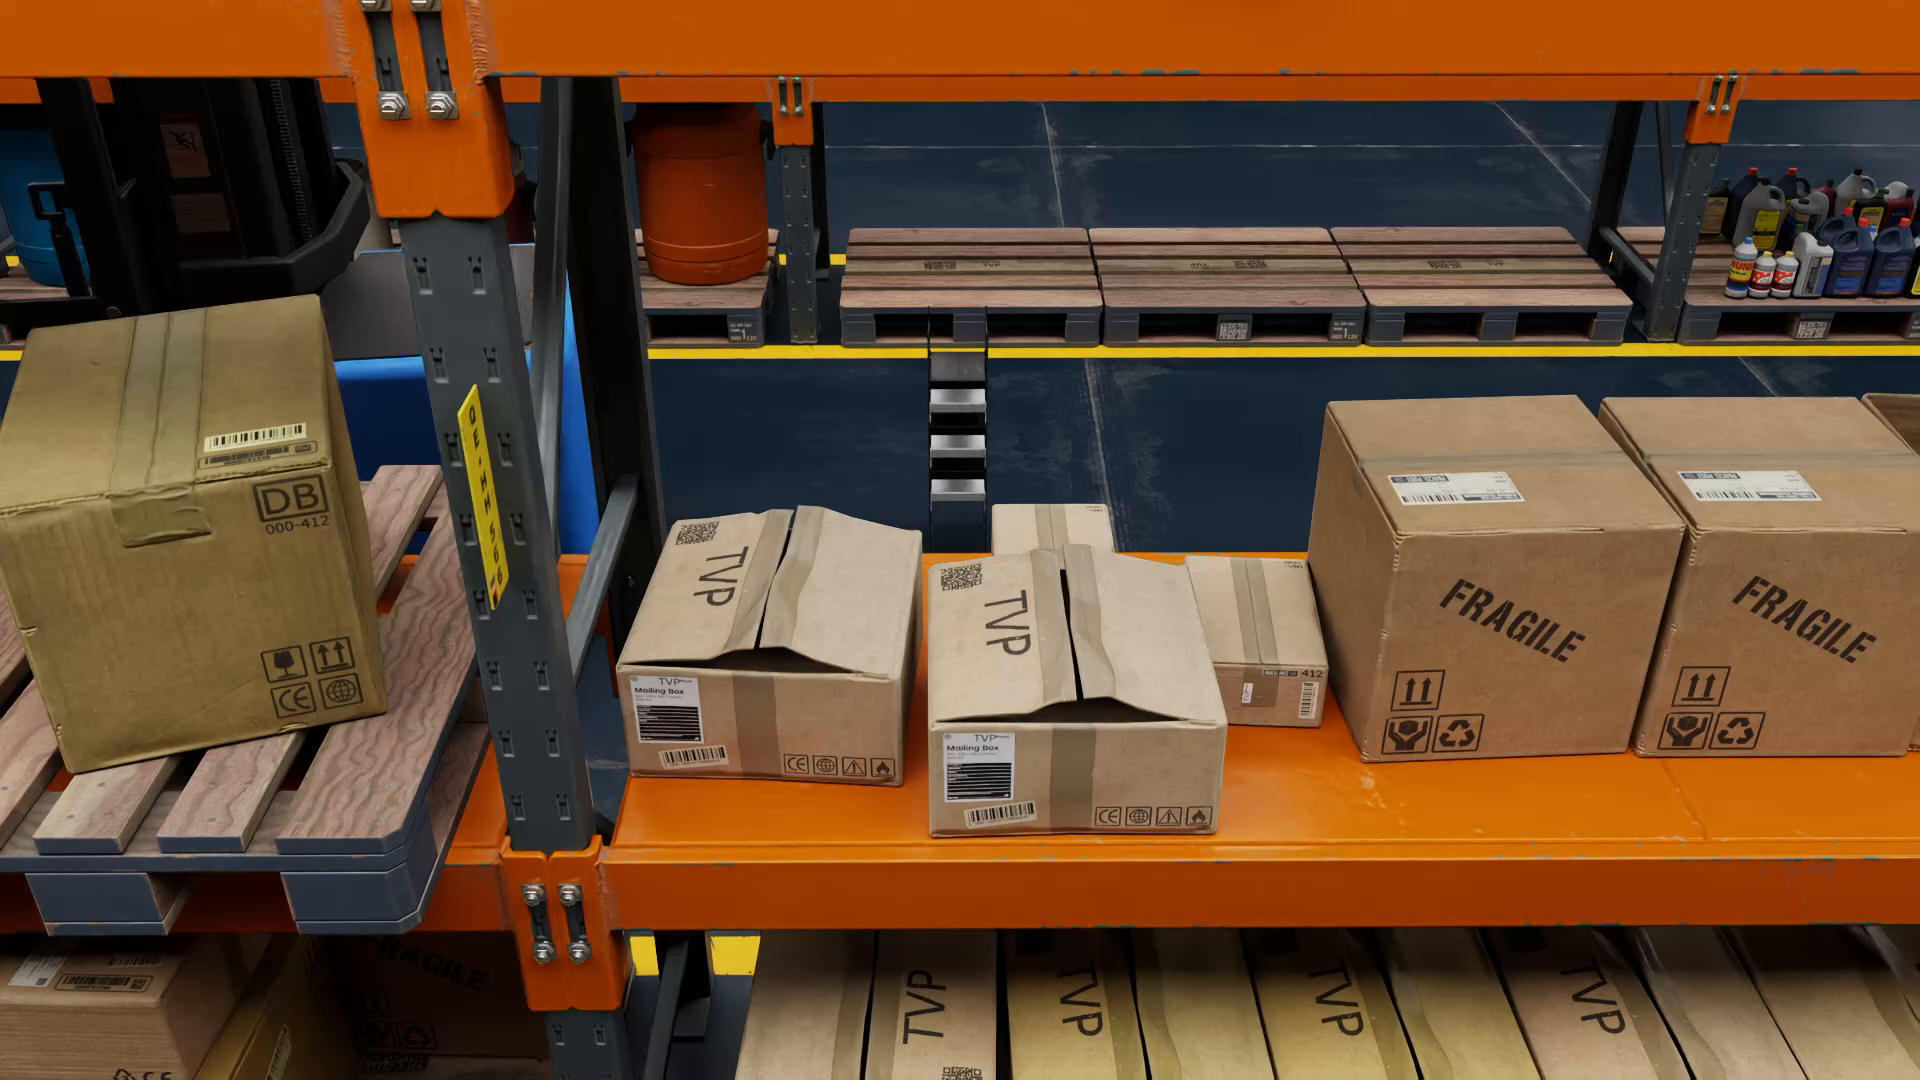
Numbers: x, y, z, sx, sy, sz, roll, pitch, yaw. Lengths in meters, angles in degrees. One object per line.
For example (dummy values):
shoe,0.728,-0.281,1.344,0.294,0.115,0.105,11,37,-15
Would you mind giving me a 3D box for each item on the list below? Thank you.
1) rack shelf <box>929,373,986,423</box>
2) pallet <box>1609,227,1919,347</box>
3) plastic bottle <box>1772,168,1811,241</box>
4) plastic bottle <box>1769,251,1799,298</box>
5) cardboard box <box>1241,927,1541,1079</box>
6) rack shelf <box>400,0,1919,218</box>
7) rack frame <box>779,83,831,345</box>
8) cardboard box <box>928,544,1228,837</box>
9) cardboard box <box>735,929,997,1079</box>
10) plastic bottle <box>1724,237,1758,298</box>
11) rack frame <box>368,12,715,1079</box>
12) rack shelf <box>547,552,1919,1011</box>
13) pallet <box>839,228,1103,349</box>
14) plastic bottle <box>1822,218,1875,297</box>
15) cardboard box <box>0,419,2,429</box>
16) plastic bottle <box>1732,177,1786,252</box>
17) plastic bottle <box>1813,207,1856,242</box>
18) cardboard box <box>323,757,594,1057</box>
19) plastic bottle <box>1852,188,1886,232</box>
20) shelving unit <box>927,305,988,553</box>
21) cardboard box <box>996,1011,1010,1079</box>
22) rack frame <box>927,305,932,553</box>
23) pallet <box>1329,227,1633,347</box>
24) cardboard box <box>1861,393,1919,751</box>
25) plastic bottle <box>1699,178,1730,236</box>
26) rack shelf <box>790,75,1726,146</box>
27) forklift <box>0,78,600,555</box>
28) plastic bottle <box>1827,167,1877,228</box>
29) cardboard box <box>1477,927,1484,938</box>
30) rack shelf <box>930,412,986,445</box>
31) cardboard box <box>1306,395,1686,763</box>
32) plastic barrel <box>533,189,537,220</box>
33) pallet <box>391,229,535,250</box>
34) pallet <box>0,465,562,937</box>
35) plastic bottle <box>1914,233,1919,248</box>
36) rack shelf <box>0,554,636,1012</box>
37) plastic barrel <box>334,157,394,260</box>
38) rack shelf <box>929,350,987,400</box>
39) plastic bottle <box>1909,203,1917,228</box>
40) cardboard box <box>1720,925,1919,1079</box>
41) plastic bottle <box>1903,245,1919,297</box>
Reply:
rack shelf,-0.008,-0.510,5.940,0.200,0.077,0.258,0,31,0
pallet,3.943,-1.250,8.107,1.213,0.211,1.003,0,31,0
plastic bottle,4.105,-1.670,8.240,0.185,0.351,0.144,-2,31,-3
plastic bottle,3.795,-1.228,7.656,0.097,0.201,0.097,0,31,0
cardboard box,0.858,1.020,3.382,0.500,0.311,0.500,-1,31,-2
rack shelf,1.297,-0.861,2.580,4.000,0.370,1.077,0,31,0
rack frame,-0.729,-2.449,7.395,0.127,3.000,1.000,0,31,0
cardboard box,0.193,0.256,3.023,0.500,0.311,0.500,-1,31,-1
cardboard box,-0.177,1.027,3.371,0.500,0.311,0.500,1,31,1
plastic bottle,3.592,-1.257,7.637,0.097,0.271,0.097,0,31,0
rack frame,-0.703,0.120,3.161,0.127,3.000,1.000,0,31,0
rack shelf,1.297,0.421,3.358,4.000,0.370,1.077,0,31,0
pallet,0.046,-1.240,8.090,1.213,0.211,1.003,0,31,0
plastic bottle,4.080,-1.305,7.639,0.185,0.351,0.144,1,31,1
cardboard box,-2.248,-0.138,3.085,0.500,0.500,0.700,6,32,9
plastic bottle,3.914,-1.594,8.116,0.185,0.351,0.144,0,31,0
plastic bottle,4.080,-1.380,7.762,0.185,0.351,0.144,0,31,0
cardboard box,-1.160,0.854,3.937,0.500,0.500,0.500,1,31,2
plastic bottle,4.454,-1.589,8.171,0.133,0.283,0.061,0,31,0
shelving unit,-0.008,-0.385,6.017,0.210,0.900,0.258,0,31,0
cardboard box,0.325,1.265,3.520,0.500,0.250,0.500,-1,31,-2
rack frame,-0.110,-0.384,6.016,0.006,0.900,0.240,0,31,0
pallet,2.486,-1.247,8.102,1.213,0.211,1.003,0,31,0
cardboard box,2.002,0.060,3.163,0.500,0.500,0.500,2,31,3
plastic bottle,3.750,-1.661,8.291,0.133,0.283,0.061,1,31,2
rack shelf,1.271,-2.148,7.592,4.000,0.370,1.077,0,31,0
forklift,-2.759,-1.062,5.174,3.031,2.935,1.130,-4,31,-7
plastic bottle,4.428,-1.671,8.242,0.185,0.351,0.144,0,31,-1
cardboard box,1.345,0.741,3.842,0.500,0.311,0.500,1,31,1
rack shelf,-0.008,-0.433,5.987,0.200,0.077,0.258,0,31,0
cardboard box,0.975,0.063,3.157,0.500,0.500,0.500,-2,31,-3
plastic barrel,-1.782,-1.507,7.835,0.421,0.512,0.421,0,31,0
pallet,-2.734,-1.231,8.075,1.213,0.211,1.003,0,31,0
pallet,-1.380,0.240,3.147,1.003,0.211,1.213,0,31,0
plastic bottle,4.416,-1.291,7.693,0.097,0.271,0.097,0,31,0
rack shelf,-2.703,0.434,3.337,4.000,0.370,1.077,0,31,0
plastic barrel,-2.912,-1.503,7.830,0.421,0.512,0.421,0,31,0
rack shelf,-0.008,-0.587,5.894,0.200,0.077,0.258,0,31,0
plastic bottle,4.708,-1.620,8.302,0.097,0.201,0.097,0,31,0
cardboard box,1.874,1.019,3.384,0.500,0.311,0.500,0,31,0
plastic bottle,4.435,-1.256,7.622,0.133,0.283,0.061,1,31,2
